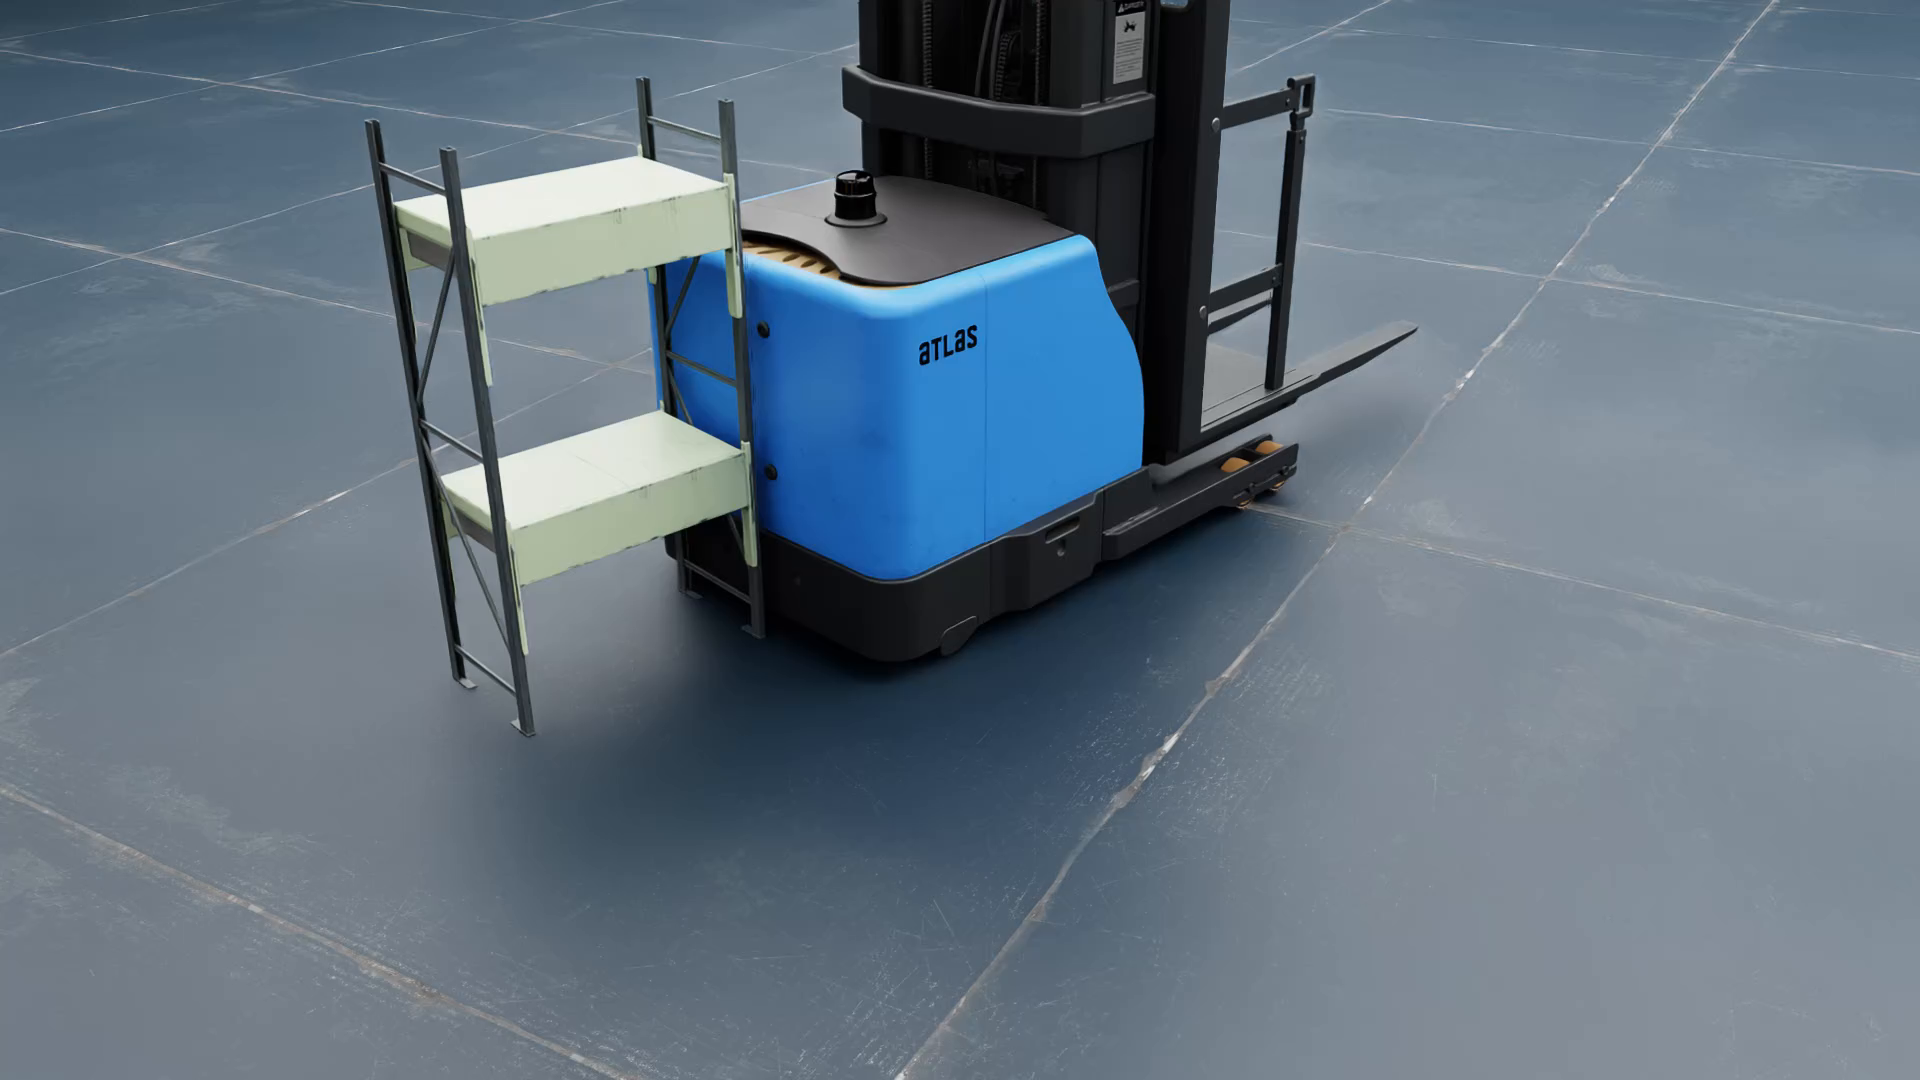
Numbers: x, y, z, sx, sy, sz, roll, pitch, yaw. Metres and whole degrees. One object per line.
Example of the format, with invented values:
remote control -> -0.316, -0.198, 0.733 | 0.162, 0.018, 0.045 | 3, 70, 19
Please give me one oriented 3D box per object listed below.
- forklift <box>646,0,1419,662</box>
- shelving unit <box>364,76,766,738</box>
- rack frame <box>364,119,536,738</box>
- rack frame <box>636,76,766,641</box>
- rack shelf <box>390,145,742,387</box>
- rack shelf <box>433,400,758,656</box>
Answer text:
forklift -> 0.486, -1.553, 5.078 | 1.130, 2.935, 3.031 | 23, 35, 38
shelving unit -> -0.960, -0.345, 4.263 | 0.755, 1.500, 0.431 | -22, 34, -37
rack frame -> -1.229, -0.234, 4.041 | 0.023, 1.500, 0.400 | -22, 34, -37
rack frame -> -0.691, -0.456, 4.485 | 0.023, 1.500, 0.400 | -22, 34, -37
rack shelf -> -0.960, -0.694, 4.089 | 0.720, 0.370, 0.431 | -22, 34, -37
rack shelf -> -0.960, -0.053, 4.409 | 0.720, 0.370, 0.431 | -22, 34, -37
